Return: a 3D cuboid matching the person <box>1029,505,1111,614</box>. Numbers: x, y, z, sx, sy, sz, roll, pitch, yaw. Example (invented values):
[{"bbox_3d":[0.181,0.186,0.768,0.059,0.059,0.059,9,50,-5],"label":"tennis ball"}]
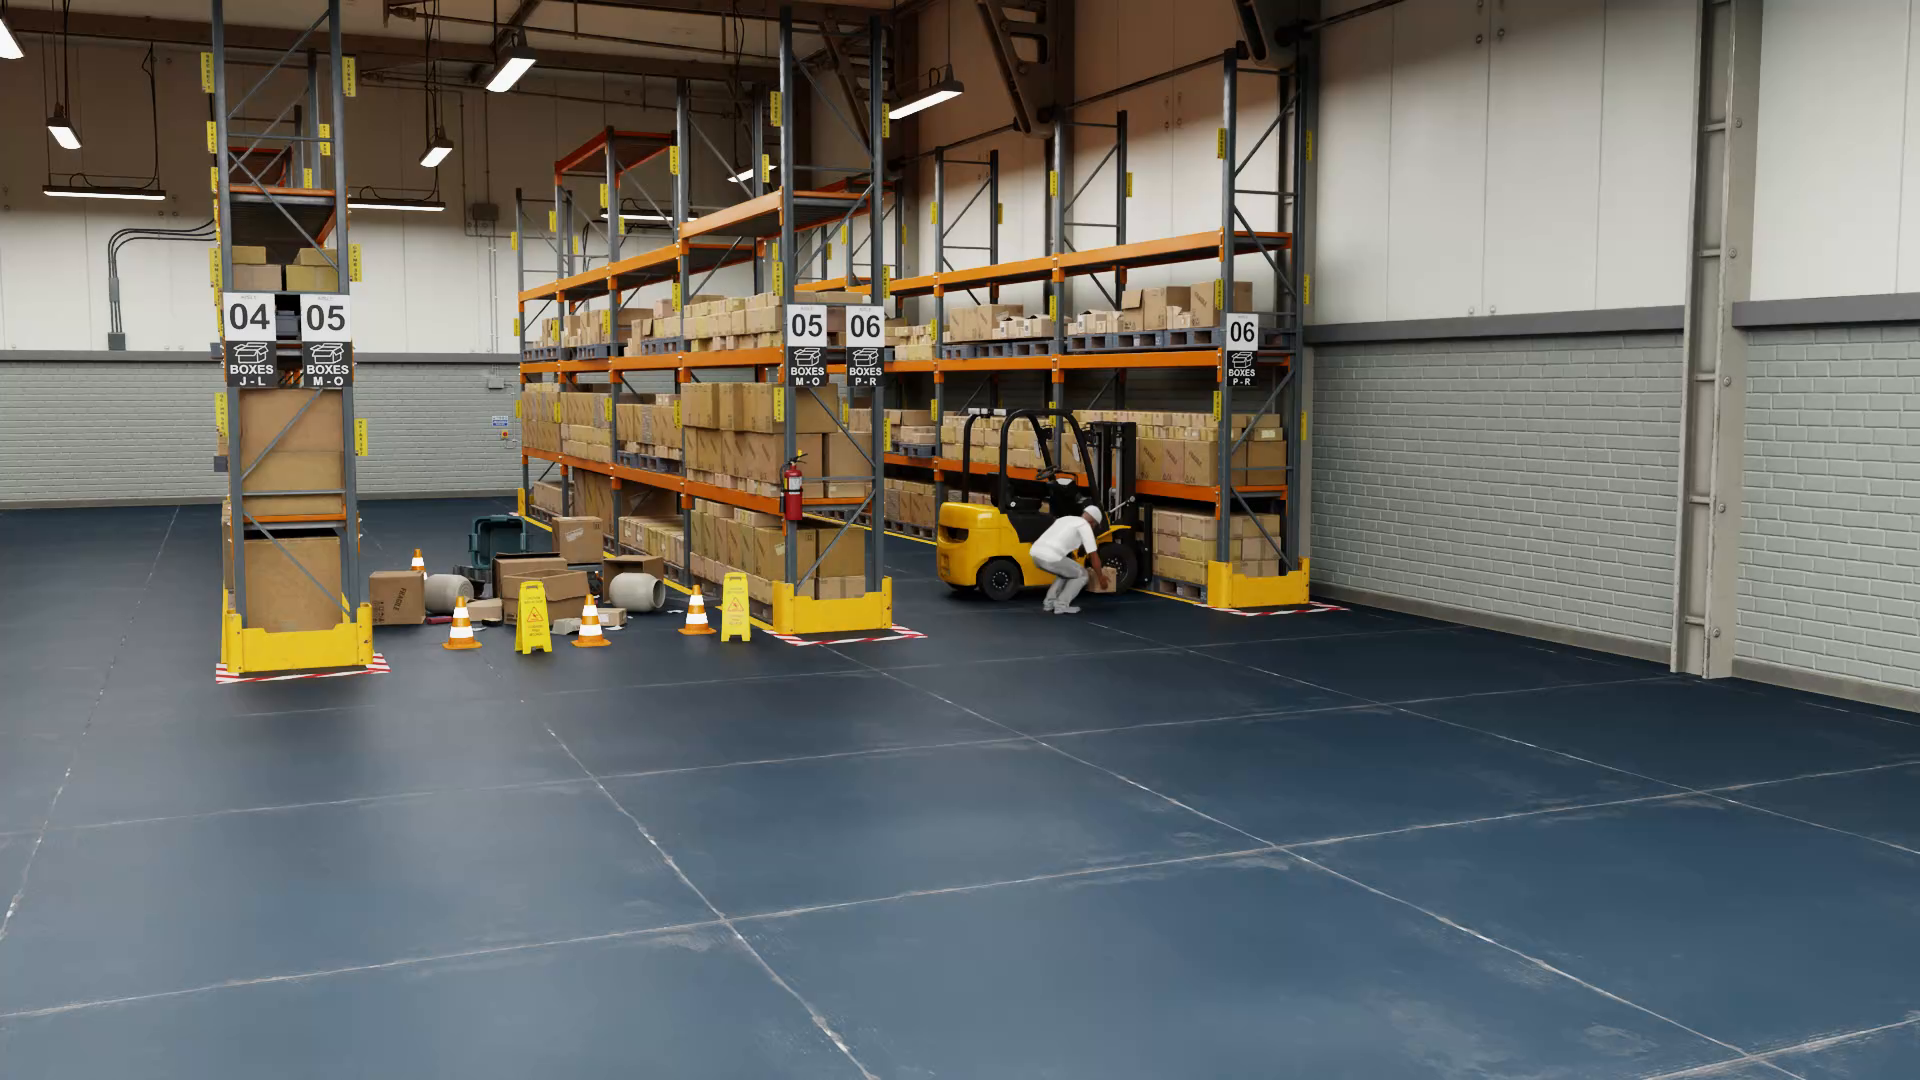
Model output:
[{"bbox_3d":[1.151,0.201,17.912,0.857,1.132,0.607,-2,6,-24],"label":"person"}]
